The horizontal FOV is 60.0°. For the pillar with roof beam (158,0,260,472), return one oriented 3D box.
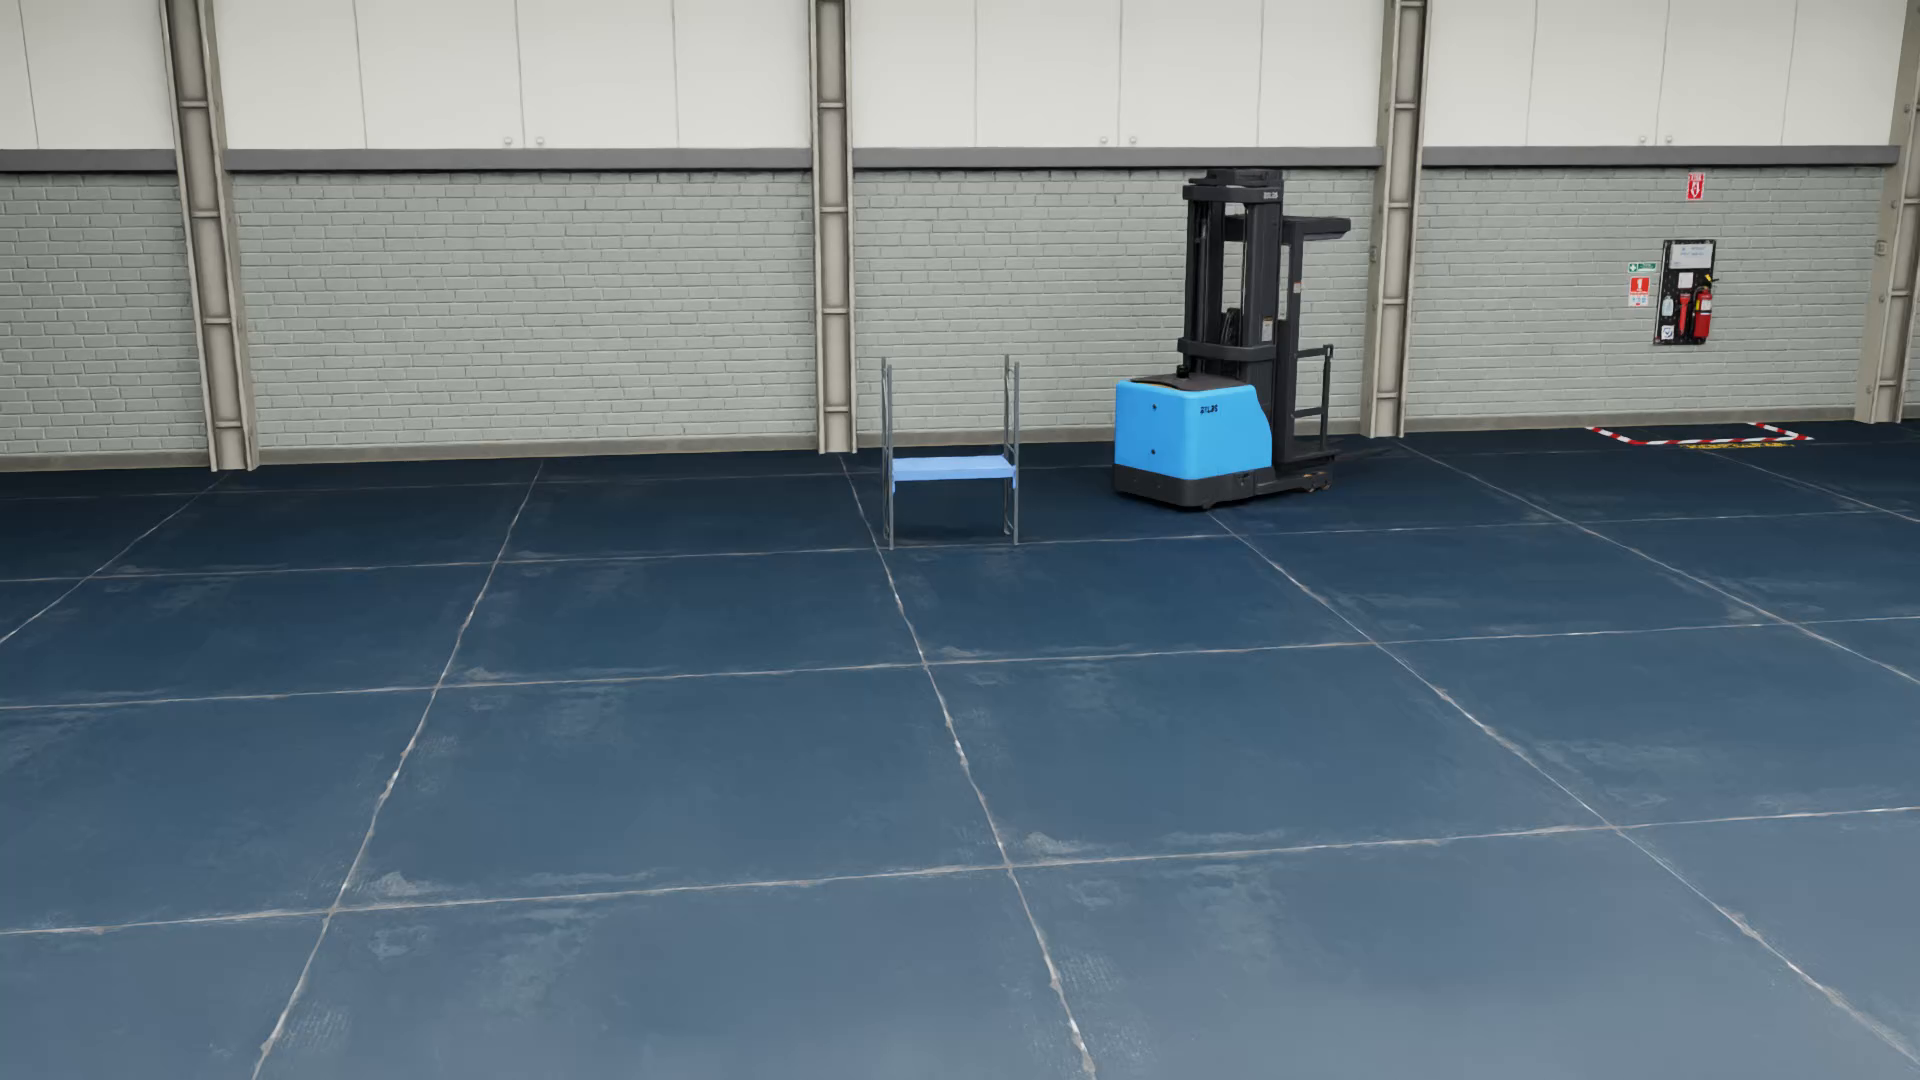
[{"bbox_3d":[-6.582,-4.049,11.368,0.400,9.000,9.100,-2,14,-8],"label":"pillar with roof beam"}]

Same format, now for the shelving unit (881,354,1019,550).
[{"bbox_3d":[-0.084,-0.724,13.527,1.048,1.500,0.538,-2,14,-8],"label":"shelving unit"}]

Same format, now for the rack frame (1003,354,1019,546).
[{"bbox_3d":[0.418,-0.743,13.601,0.032,1.500,0.500,-2,14,-8],"label":"rack frame"}]

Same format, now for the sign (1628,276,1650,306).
[{"bbox_3d":[7.565,-2.769,18.522,0.234,0.329,0.001,-2,14,-8],"label":"sign"}]

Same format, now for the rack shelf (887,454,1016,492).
[{"bbox_3d":[-0.084,-0.550,13.571,1.000,0.185,0.538,-2,14,-8],"label":"rack shelf"}]

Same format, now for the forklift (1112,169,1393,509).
[{"bbox_3d":[2.881,-1.959,15.508,3.031,2.935,1.130,-11,18,-36],"label":"forklift"}]

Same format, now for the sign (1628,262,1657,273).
[{"bbox_3d":[7.571,-3.024,18.449,0.331,0.109,0.001,-2,14,-8],"label":"sign"}]

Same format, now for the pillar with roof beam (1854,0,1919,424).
[{"bbox_3d":[11.218,-4.701,13.969,0.400,9.000,9.100,-2,14,-8],"label":"pillar with roof beam"}]

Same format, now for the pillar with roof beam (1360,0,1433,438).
[{"bbox_3d":[5.284,-4.484,13.102,0.400,9.000,9.100,-2,14,-8],"label":"pillar with roof beam"}]

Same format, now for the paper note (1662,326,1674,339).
[{"bbox_3d":[7.942,-2.329,18.655,0.142,0.148,0.016,-2,14,-8],"label":"paper note"}]

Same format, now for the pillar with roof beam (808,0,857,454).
[{"bbox_3d":[-0.649,-4.266,12.235,0.400,9.000,9.100,-2,14,-8],"label":"pillar with roof beam"}]

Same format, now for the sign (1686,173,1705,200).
[{"bbox_3d":[8.104,-3.895,18.319,0.199,0.298,0.001,-2,14,-8],"label":"sign"}]

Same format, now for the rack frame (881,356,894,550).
[{"bbox_3d":[-0.587,-0.706,13.454,0.032,1.500,0.500,-2,14,-8],"label":"rack frame"}]

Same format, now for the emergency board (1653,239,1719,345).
[{"bbox_3d":[8.127,-2.747,18.507,0.643,1.169,0.194,-2,14,-8],"label":"emergency board"}]
